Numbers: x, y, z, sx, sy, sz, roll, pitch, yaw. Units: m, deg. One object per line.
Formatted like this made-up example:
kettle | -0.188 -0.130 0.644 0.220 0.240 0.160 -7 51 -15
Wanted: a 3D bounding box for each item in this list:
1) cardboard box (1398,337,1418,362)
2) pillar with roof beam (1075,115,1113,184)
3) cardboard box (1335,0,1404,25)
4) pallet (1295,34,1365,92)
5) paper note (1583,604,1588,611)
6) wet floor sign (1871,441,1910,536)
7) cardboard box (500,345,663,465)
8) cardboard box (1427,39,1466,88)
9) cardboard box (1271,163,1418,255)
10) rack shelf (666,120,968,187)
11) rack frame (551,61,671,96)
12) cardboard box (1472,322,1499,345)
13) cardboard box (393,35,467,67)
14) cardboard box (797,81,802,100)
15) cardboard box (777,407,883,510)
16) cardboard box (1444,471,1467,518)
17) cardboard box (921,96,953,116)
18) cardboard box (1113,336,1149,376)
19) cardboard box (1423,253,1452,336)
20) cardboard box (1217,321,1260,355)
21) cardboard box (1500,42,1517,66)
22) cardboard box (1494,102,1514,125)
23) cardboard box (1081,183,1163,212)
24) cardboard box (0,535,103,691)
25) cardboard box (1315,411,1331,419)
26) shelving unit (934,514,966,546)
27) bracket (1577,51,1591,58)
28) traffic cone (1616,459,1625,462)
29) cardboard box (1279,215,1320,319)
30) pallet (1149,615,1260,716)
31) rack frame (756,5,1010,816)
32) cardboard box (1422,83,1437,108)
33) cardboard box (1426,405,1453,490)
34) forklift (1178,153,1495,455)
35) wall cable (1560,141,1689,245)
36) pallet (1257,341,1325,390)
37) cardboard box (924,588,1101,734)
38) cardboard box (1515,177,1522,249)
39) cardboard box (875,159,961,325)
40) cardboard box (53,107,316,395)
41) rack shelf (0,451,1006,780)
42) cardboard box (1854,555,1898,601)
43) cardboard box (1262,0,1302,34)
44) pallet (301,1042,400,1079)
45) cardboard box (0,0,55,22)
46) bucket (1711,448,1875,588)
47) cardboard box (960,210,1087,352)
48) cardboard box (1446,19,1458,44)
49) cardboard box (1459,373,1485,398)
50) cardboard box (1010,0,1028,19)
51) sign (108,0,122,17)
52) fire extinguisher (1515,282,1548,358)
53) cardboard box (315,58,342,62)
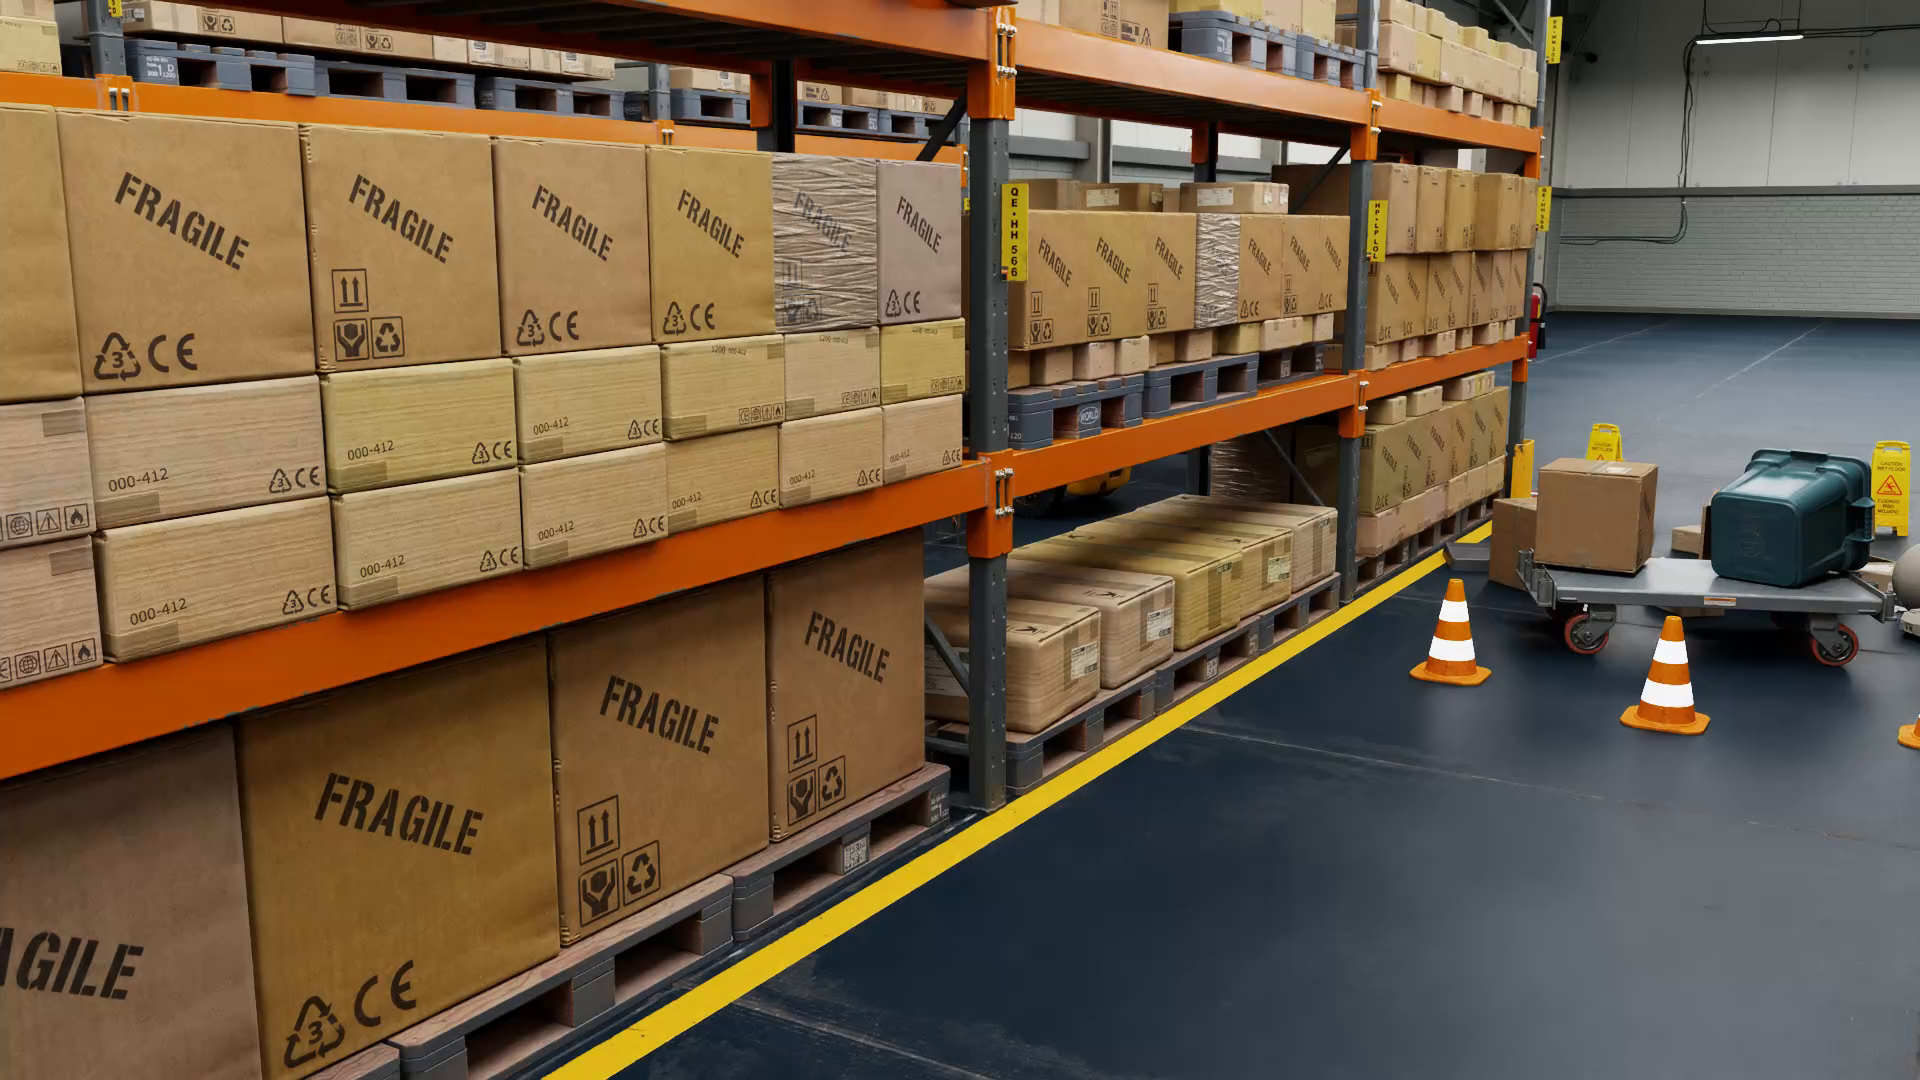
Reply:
cardboard box | 2.582 -1.181 10.208 0.380 0.149 0.250 7 13 32
pillar with roof beam | 5.283 -5.721 17.473 9.100 9.000 0.400 6 12 31
cardboard box | 2.230 -2.922 9.188 0.380 0.149 0.250 6 12 30
pallet | 1.376 -2.456 8.693 1.213 0.211 1.003 6 12 31
paper note | 3.521 0.378 9.264 0.148 0.019 0.142 6 12 31
wet floor sign | 6.470 -0.369 11.587 0.267 0.644 0.232 4 11 21
cardboard box | -1.104 -0.358 4.178 0.500 0.250 0.500 6 12 29
cardboard box | 2.781 -2.910 10.209 0.500 0.250 0.500 7 12 31
cardboard box | 2.201 -1.896 9.547 0.700 0.500 0.500 6 12 30
rack shelf | -1.418 -3.070 13.417 1.077 0.370 4.000 6 12 31
rack frame | -2.457 -4.583 11.394 1.000 3.000 0.127 6 12 31
cardboard box | 3.557 -1.455 11.671 0.380 0.149 0.250 7 12 32
cardboard box | -3.168 -2.917 9.919 0.380 0.149 0.250 6 12 30
cardboard box | -1.426 -3.502 12.727 0.396 0.266 0.258 6 12 29
cardboard box | -0.581 -0.272 5.075 0.500 0.250 0.500 7 12 32
cardboard box | 3.132 -0.328 11.301 0.500 0.250 0.500 6 12 29
cardboard box | -0.401 -3.949 14.477 0.500 0.500 0.500 7 13 33
cardboard box | 0.556 -0.769 6.866 0.380 0.149 0.250 6 12 31
cardboard box | 2.767 -1.557 10.456 0.500 0.500 0.500 6 12 30
cardboard box | 1.215 -0.977 7.978 0.380 0.149 0.250 6 12 31
cardboard box | 3.658 -3.372 11.595 0.380 0.149 0.250 6 12 30
cardboard box | 3.650 -2.977 11.650 0.380 0.149 0.250 7 13 32
cardboard box | 0.765 -1.660 8.102 0.380 0.149 0.250 7 13 34
cardboard box | -1.912 0.127 2.944 0.500 0.250 0.500 6 12 29
cardboard box | 2.128 -0.583 10.624 0.500 0.500 0.500 7 12 32
shelving unit | -0.028 -0.508 11.227 0.215 1.050 0.252 6 12 31
bracket | 15.506 -11.987 41.163 0.076 0.066 3.189 6 12 31
traffic cone | 4.744 -0.352 11.991 0.336 0.463 0.334 6 12 31
cardboard box | 1.488 -1.390 8.419 0.500 0.500 0.500 6 12 31
pallet | 0.752 0.525 7.989 1.003 0.211 1.213 6 12 31
rack frame | -0.289 -0.531 6.056 1.000 3.000 0.127 6 12 31
cardboard box | 2.689 -2.699 10.165 0.380 0.149 0.250 6 12 29
cardboard box | 2.863 -0.618 10.810 0.500 0.500 0.500 7 13 34
forklift | 2.996 -2.013 14.157 3.031 2.935 1.130 3 11 16
wall cable | 16.723 -8.718 41.917 3.097 2.526 0.112 6 12 31
pallet | 1.267 -0.960 8.866 1.003 0.211 1.213 6 12 31
cardboard box | 0.013 0.466 6.729 0.950 0.372 0.625 5 12 27
cardboard box | 3.517 -2.296 11.686 0.700 0.500 0.500 7 12 31
cardboard box | -0.334 -0.966 5.387 0.500 0.500 0.500 6 12 29
cardboard box | -1.651 -0.567 3.259 0.500 0.500 0.500 6 12 30
rack shelf | -1.327 0.137 4.442 1.077 0.370 4.000 6 12 31
cardboard box | 5.389 0.194 9.611 0.396 0.266 0.258 9 14 40
cardboard box | 1.341 -2.583 8.128 0.500 0.250 0.500 7 12 31
pallet | -2.030 1.340 3.639 1.003 0.211 1.213 6 12 31
cardboard box | -4.512 -2.523 7.866 0.380 0.149 0.250 7 13 32
bucket | 4.171 -0.083 8.427 0.620 0.611 0.726 -20 21 -35
cardboard box | 0.142 -0.982 6.241 0.500 0.500 0.500 6 12 29
cardboard box | 2.860 -3.132 10.310 0.380 0.149 0.250 6 12 30
cardboard box | 3.405 -1.078 11.504 0.380 0.149 0.250 7 12 32
cardboard box | 0.020 -1.916 5.981 0.380 0.149 0.250 6 12 31
sign | -4.071 -2.681 7.984 0.100 0.325 0.005 6 12 31
fire extinguisher | 4.318 -1.726 12.645 0.296 0.674 0.183 6 12 31
cardboard box | -3.865 -2.899 9.775 0.380 0.166 0.250 6 12 31
